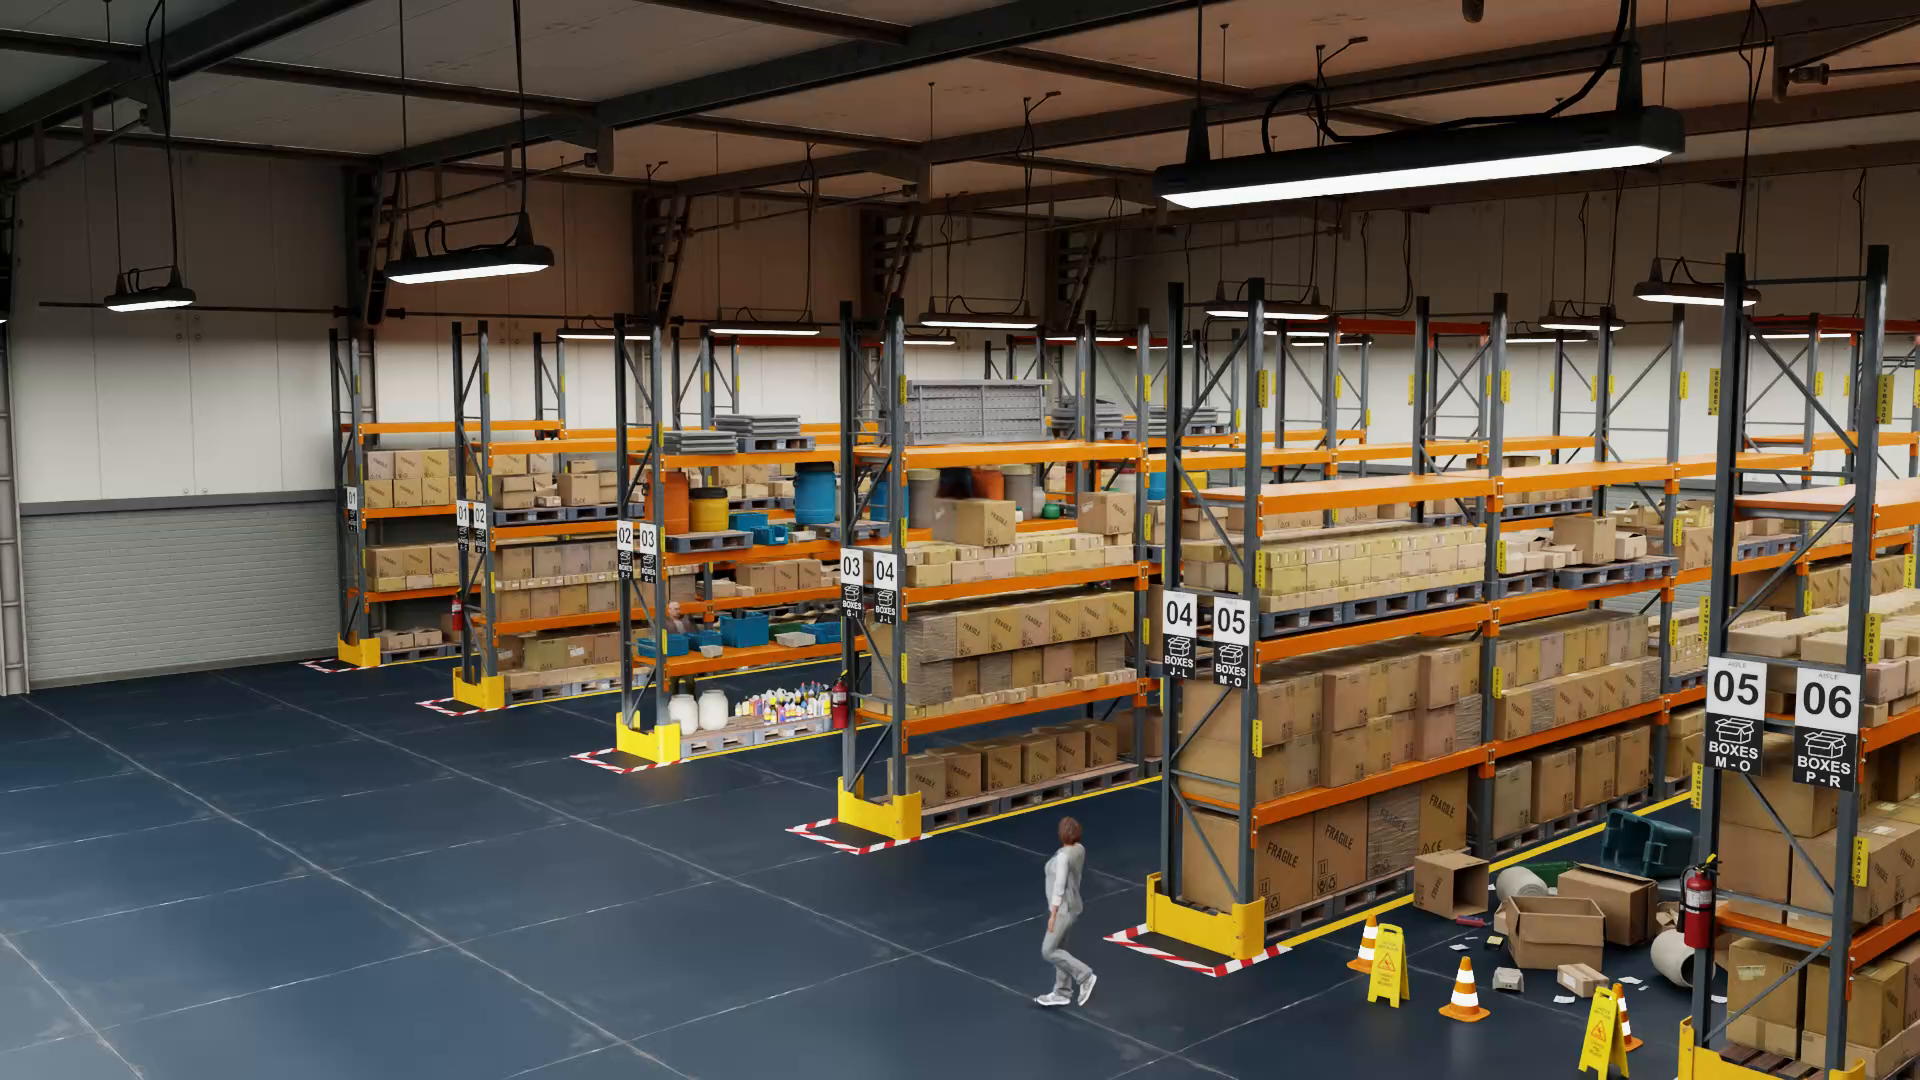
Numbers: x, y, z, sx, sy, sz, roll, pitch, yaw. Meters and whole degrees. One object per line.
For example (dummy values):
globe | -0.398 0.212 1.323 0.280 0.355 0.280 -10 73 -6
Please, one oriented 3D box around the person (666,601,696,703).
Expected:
person | -4.201 1.845 24.964 0.680 1.818 0.606 -1 6 -6

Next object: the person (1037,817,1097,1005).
person | 0.873 3.026 13.515 0.475 1.597 0.393 0 6 -2

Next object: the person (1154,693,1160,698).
person | 3.508 1.668 26.622 0.618 1.747 1.048 4 7 38

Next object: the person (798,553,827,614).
person | -3.068 0.950 34.274 0.558 1.640 0.900 4 7 37
